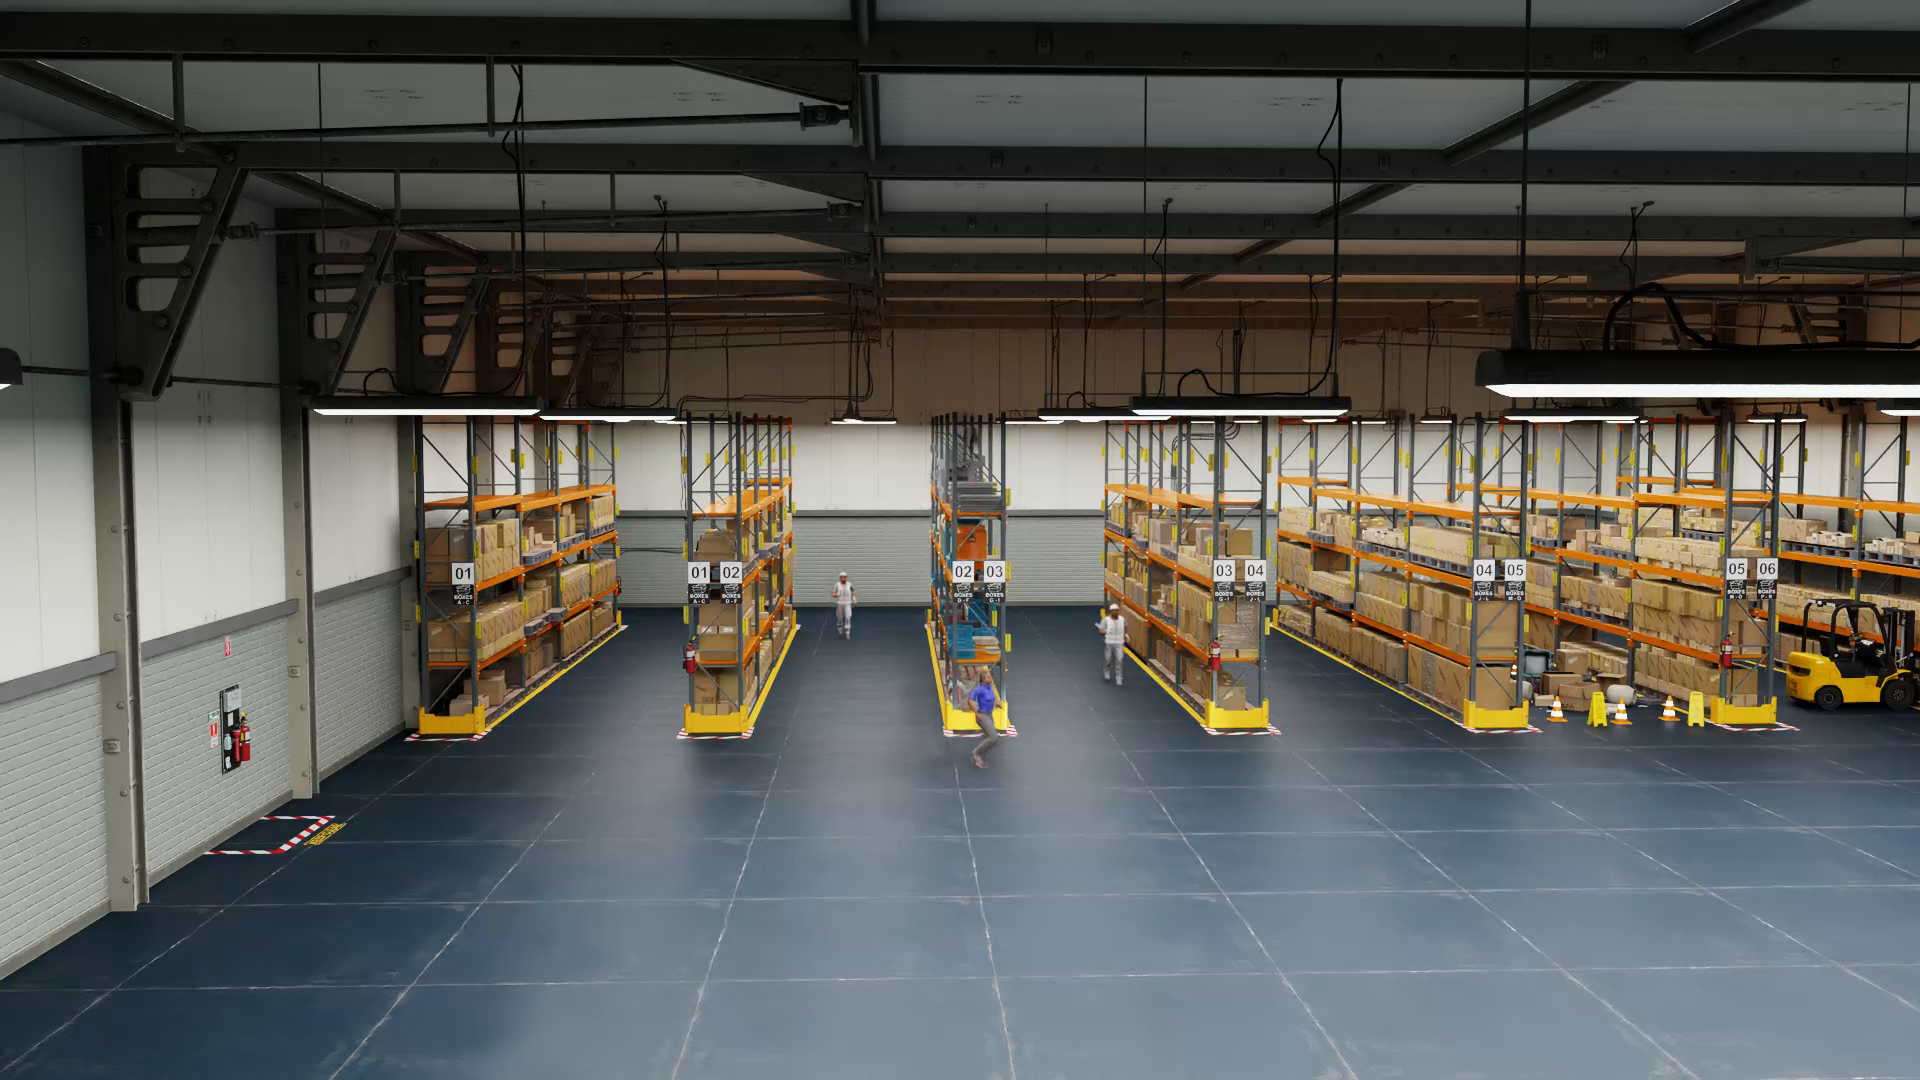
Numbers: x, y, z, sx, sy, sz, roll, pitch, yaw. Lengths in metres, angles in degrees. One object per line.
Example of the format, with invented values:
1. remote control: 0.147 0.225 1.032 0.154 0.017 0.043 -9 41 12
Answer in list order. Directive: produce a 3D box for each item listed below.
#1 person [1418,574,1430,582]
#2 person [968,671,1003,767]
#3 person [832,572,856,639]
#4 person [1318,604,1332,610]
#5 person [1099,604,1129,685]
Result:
1. person: 13.795 1.516 49.321 0.830 1.751 0.697 0 4 4
2. person: 0.447 3.003 27.867 0.546 1.621 0.628 2 4 26
3. person: -3.136 1.748 44.851 0.662 1.767 1.006 -1 4 -9
4. person: 10.816 1.558 49.104 0.709 1.749 0.627 0 4 1
5. person: 3.426 2.303 36.918 0.696 1.761 0.991 0 4 -4
